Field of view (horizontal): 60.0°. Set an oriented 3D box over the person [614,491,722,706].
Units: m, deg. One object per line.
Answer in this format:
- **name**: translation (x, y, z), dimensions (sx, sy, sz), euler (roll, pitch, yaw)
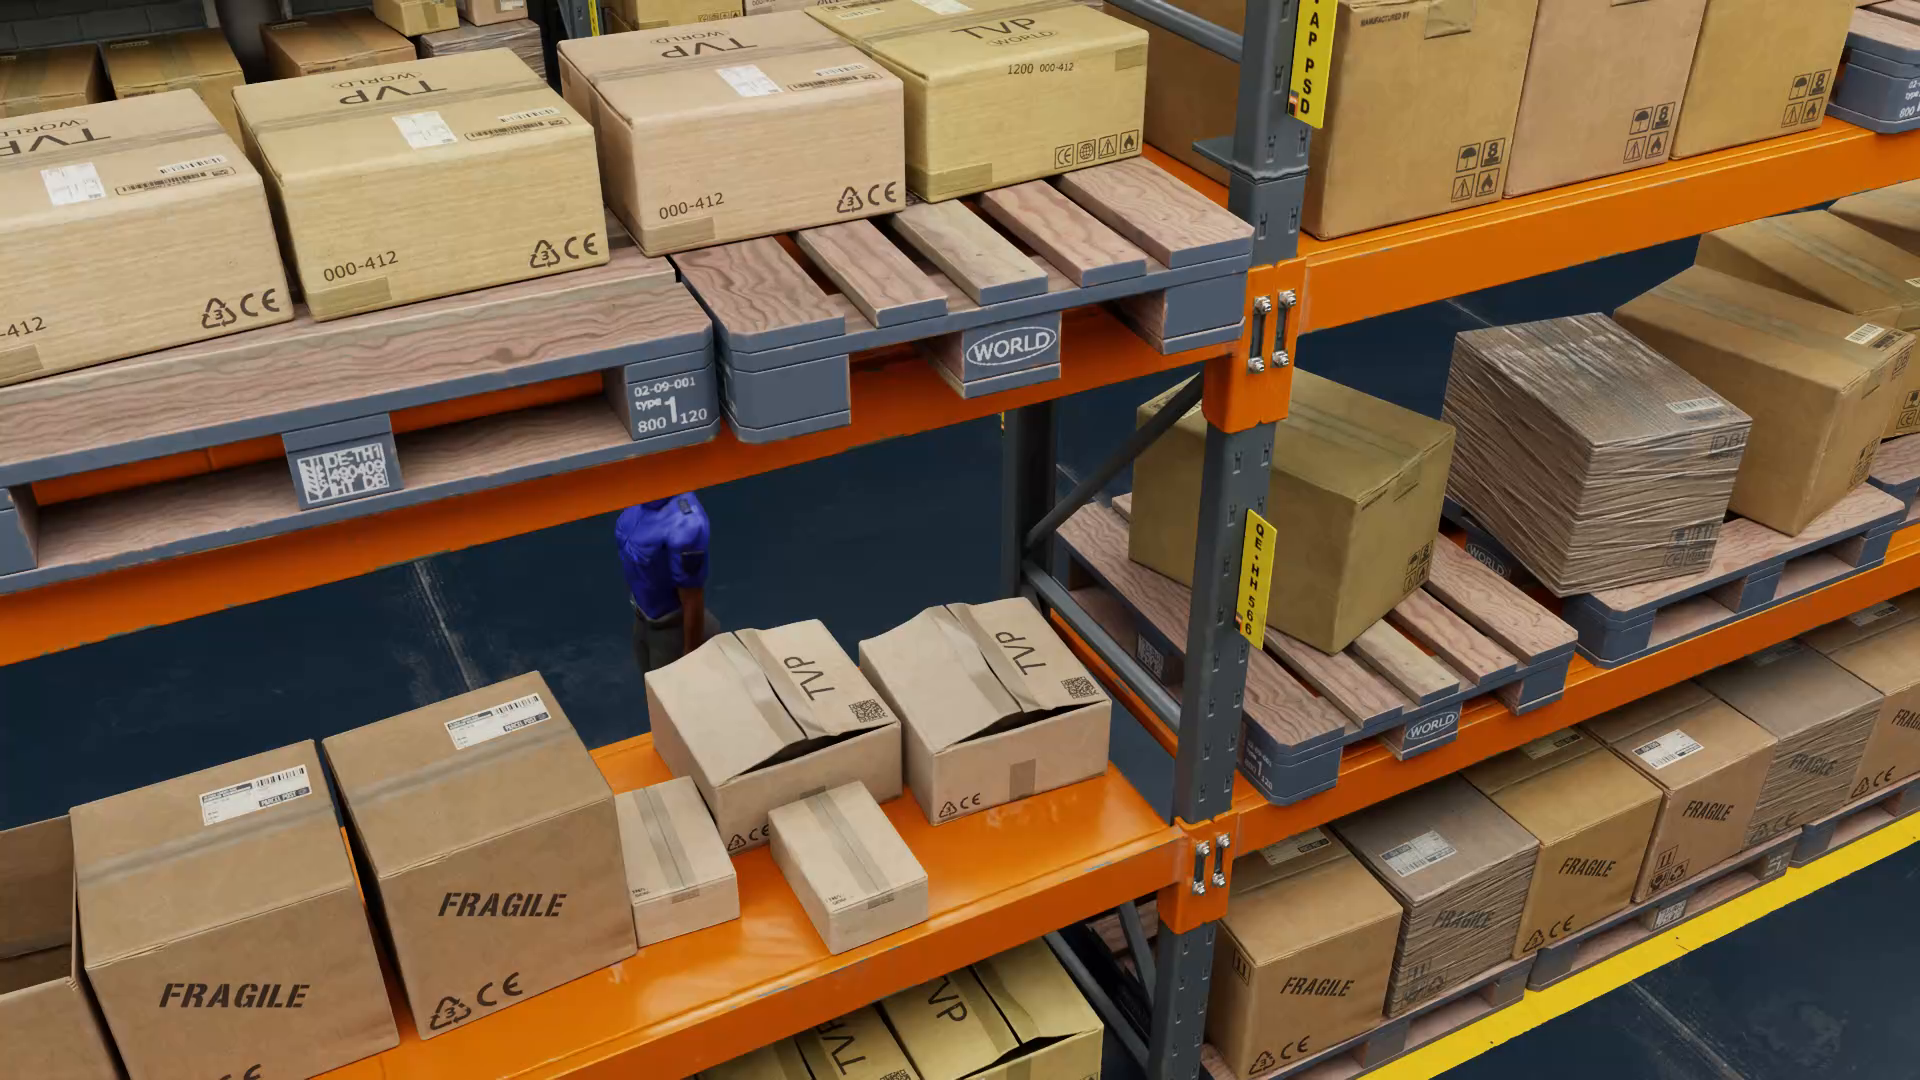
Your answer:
- **person**: translation (-0.975, 0.322, 5.658), dimensions (0.316, 1.660, 0.437), euler (-16, 36, -22)
